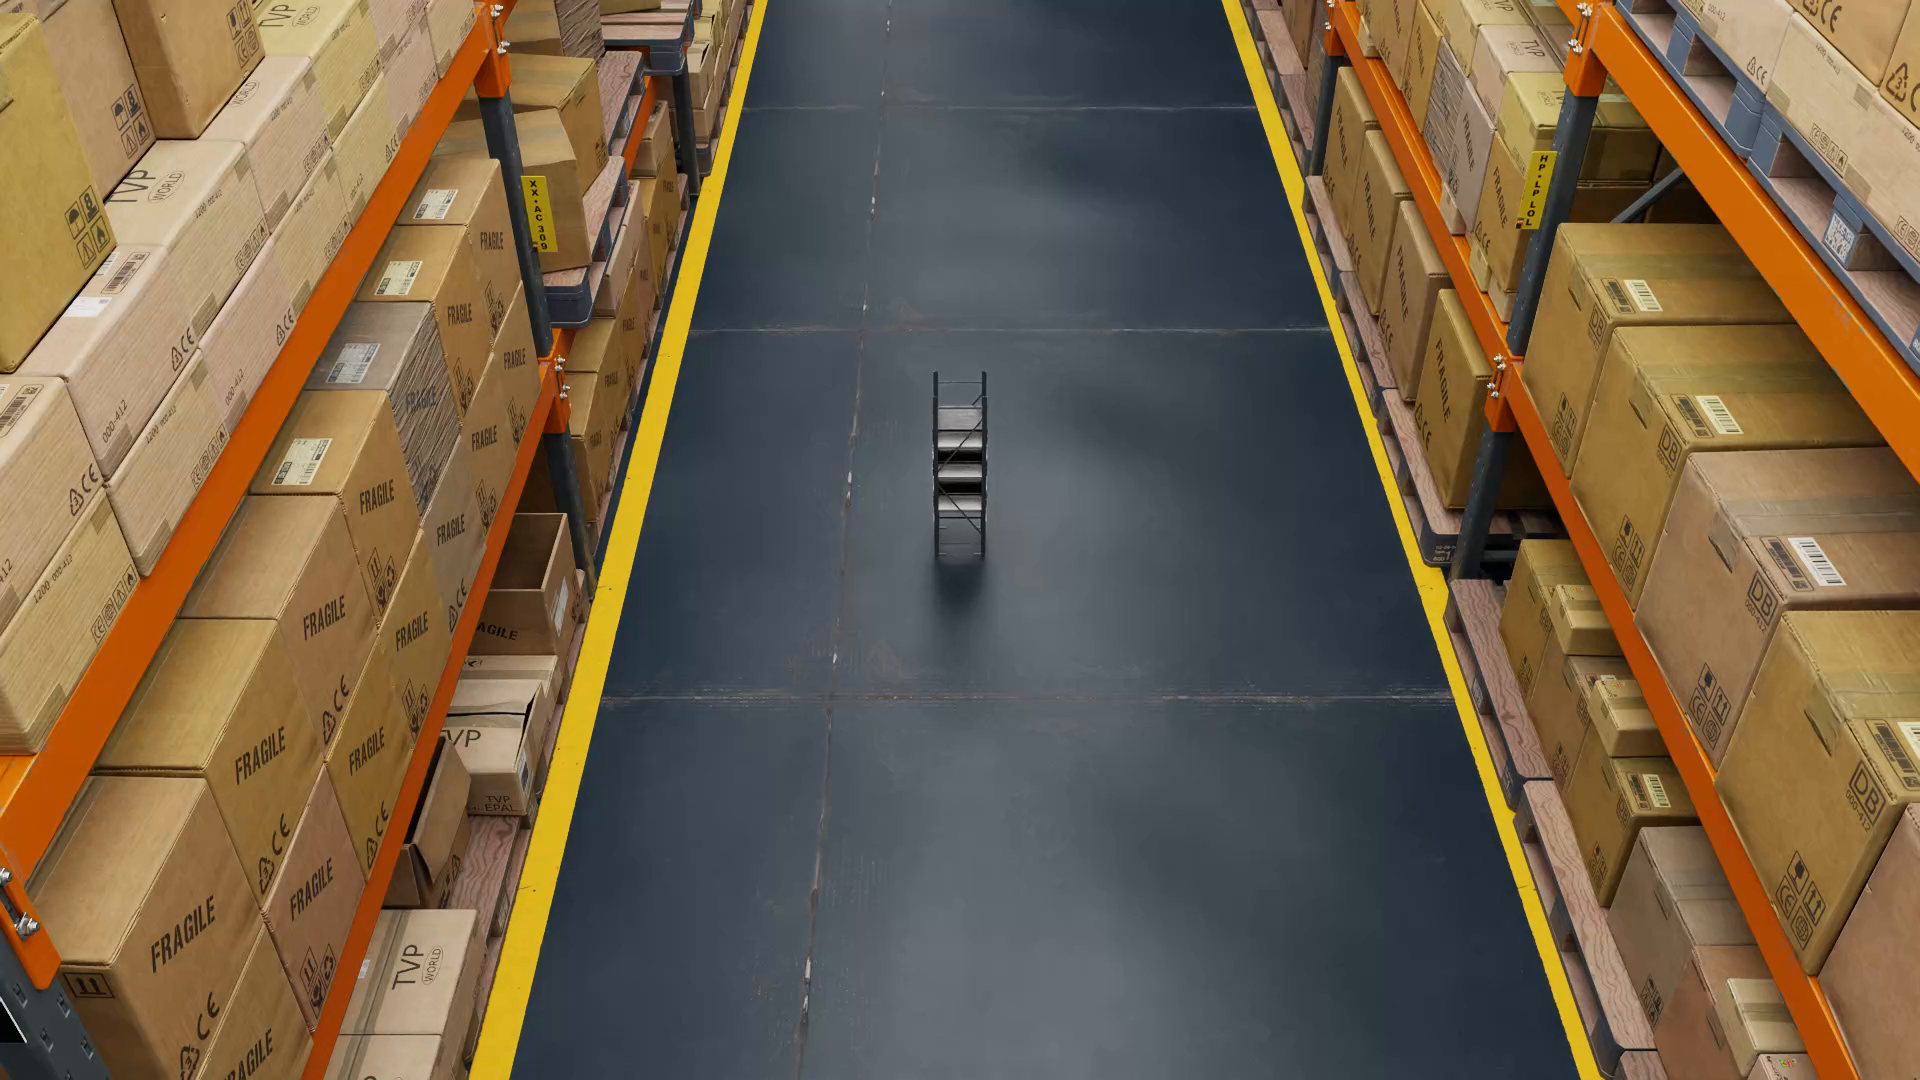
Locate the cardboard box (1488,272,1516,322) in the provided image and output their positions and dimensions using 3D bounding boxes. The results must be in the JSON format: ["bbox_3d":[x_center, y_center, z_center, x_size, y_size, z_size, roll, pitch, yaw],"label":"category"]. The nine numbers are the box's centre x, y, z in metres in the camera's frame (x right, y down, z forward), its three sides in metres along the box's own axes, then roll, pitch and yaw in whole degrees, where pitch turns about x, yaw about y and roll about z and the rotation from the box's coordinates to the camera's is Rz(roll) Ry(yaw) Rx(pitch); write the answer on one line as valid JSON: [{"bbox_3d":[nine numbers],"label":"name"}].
[{"bbox_3d":[2.484,-1.054,7.096,0.380,0.149,0.250,0,39,0],"label":"cardboard box"}]

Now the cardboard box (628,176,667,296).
[{"bbox_3d":[-1.955,-1.716,9.385,0.500,0.500,0.500,-1,39,-2],"label":"cardboard box"}]

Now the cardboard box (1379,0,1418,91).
[{"bbox_3d":[2.498,-2.655,8.576,0.500,0.500,0.500,0,39,0],"label":"cardboard box"}]

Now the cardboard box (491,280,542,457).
[{"bbox_3d":[-1.929,-0.653,6.332,0.500,0.500,0.500,1,39,1],"label":"cardboard box"}]

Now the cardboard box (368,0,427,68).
[{"bbox_3d":[-1.917,-1.617,4.936,0.500,0.250,0.500,0,39,0],"label":"cardboard box"}]

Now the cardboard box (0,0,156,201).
[{"bbox_3d":[-2.222,-0.972,3.531,0.700,0.500,0.500,0,39,0],"label":"cardboard box"}]

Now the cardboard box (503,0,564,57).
[{"bbox_3d":[-2.250,-2.234,7.969,0.700,0.500,0.500,-9,40,-11],"label":"cardboard box"}]

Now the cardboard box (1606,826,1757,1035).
[{"bbox_3d":[2.669,1.315,5.619,0.700,0.500,0.500,-1,39,-2],"label":"cardboard box"}]

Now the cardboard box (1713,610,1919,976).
[{"bbox_3d":[2.749,0.678,4.511,0.980,0.700,0.700,0,39,0],"label":"cardboard box"}]

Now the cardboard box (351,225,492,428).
[{"bbox_3d":[-1.924,-0.719,5.615,0.500,0.500,0.500,-1,39,-1],"label":"cardboard box"}]

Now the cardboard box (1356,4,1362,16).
[{"bbox_3d":[2.531,-3.138,9.697,0.380,0.149,0.250,-1,39,-1],"label":"cardboard box"}]

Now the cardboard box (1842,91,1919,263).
[{"bbox_3d":[2.498,-0.855,3.969,0.500,0.250,0.500,-1,39,-1],"label":"cardboard box"}]

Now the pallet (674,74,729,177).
[{"bbox_3d":[-2.153,-2.855,11.389,1.003,0.211,1.213,0,39,0],"label":"pallet"}]

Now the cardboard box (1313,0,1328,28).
[{"bbox_3d":[2.825,-3.403,11.490,0.700,0.500,0.500,0,39,0],"label":"cardboard box"}]

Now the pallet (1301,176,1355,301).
[{"bbox_3d":[2.688,-1.853,10.139,1.003,0.211,1.213,0,39,0],"label":"pallet"}]

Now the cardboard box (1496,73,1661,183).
[{"bbox_3d":[2.511,-1.680,6.760,0.500,0.250,0.500,1,39,1],"label":"cardboard box"}]

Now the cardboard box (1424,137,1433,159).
[{"bbox_3d":[2.537,-2.014,8.295,0.380,0.149,0.250,1,39,1],"label":"cardboard box"}]

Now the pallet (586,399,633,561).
[{"bbox_3d":[-2.225,-0.347,8.260,1.003,0.211,1.213,0,39,0],"label":"pallet"}]

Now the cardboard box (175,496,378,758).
[{"bbox_3d":[-1.922,0.228,4.433,0.500,0.500,0.500,0,39,1],"label":"cardboard box"}]

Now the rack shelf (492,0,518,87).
[{"bbox_3d":[-2.189,-3.067,7.601,1.077,0.370,4.000,0,39,0],"label":"rack shelf"}]

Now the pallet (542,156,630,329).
[{"bbox_3d":[-2.078,-1.352,7.437,1.003,0.211,1.213,0,39,0],"label":"pallet"}]

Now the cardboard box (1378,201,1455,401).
[{"bbox_3d":[2.633,-1.220,8.502,0.750,0.750,0.750,1,39,1],"label":"cardboard box"}]

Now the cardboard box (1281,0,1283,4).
[{"bbox_3d":[2.826,-4.348,12.670,0.700,0.500,0.500,-1,39,-1],"label":"cardboard box"}]

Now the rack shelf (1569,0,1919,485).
[{"bbox_3d":[2.770,-0.572,4.487,1.077,0.370,4.000,0,39,0],"label":"rack shelf"}]

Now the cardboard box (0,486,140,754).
[{"bbox_3d":[-1.928,0.141,3.142,0.500,0.250,0.500,0,39,0],"label":"cardboard box"}]

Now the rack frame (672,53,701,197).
[{"bbox_3d":[-2.191,-3.428,9.875,1.000,3.000,0.127,0,39,0],"label":"rack frame"}]

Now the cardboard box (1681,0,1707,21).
[{"bbox_3d":[2.505,-1.815,5.167,0.500,0.250,0.500,0,39,0],"label":"cardboard box"}]

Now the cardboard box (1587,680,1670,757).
[{"bbox_3d":[2.484,0.634,5.950,0.380,0.149,0.250,-1,39,-1],"label":"cardboard box"}]

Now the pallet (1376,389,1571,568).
[{"bbox_3d":[2.691,-0.327,8.235,1.003,0.211,1.213,0,39,0],"label":"pallet"}]

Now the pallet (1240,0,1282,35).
[{"bbox_3d":[2.760,-4.360,13.268,1.003,0.211,1.213,0,39,0],"label":"pallet"}]

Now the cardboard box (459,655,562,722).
[{"bbox_3d":[-1.842,0.605,6.770,0.380,0.149,0.250,0,39,0],"label":"cardboard box"}]

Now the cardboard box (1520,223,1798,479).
[{"bbox_3d":[2.752,-0.710,6.243,0.980,0.700,0.700,1,39,1],"label":"cardboard box"}]

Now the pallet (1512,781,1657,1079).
[{"bbox_3d":[2.694,1.396,6.085,1.003,0.211,1.213,0,39,0],"label":"pallet"}]

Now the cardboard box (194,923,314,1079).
[{"bbox_3d":[-1.919,1.258,3.947,0.500,0.500,0.500,1,39,1],"label":"cardboard box"}]

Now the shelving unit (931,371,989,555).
[{"bbox_3d":[0.000,-0.346,7.708,0.258,0.900,0.210,0,39,0],"label":"shelving unit"}]

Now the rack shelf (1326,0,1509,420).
[{"bbox_3d":[2.765,-1.903,8.546,1.077,0.370,4.000,0,39,0],"label":"rack shelf"}]

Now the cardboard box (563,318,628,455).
[{"bbox_3d":[-1.955,-0.759,8.191,0.500,0.500,0.500,0,39,1],"label":"cardboard box"}]

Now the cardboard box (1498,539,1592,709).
[{"bbox_3d":[2.666,0.347,6.827,0.700,0.500,0.500,0,39,1],"label":"cardboard box"}]

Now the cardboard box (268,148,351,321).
[{"bbox_3d":[-1.925,-0.797,4.312,0.500,0.250,0.500,0,39,0],"label":"cardboard box"}]

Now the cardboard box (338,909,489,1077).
[{"bbox_3d":[-1.900,1.510,5.559,0.500,0.250,0.500,0,39,0],"label":"cardboard box"}]

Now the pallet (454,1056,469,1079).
[{"bbox_3d":[-2.184,2.117,5.185,1.003,0.211,1.213,0,39,0],"label":"pallet"}]

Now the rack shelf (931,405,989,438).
[{"bbox_3d":[0.000,-0.531,7.560,0.258,0.077,0.200,0,39,0],"label":"rack shelf"}]

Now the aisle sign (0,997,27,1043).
[{"bbox_3d":[-1.888,0.603,2.766,0.394,0.787,0.004,0,39,0],"label":"aisle sign"}]

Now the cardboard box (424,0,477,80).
[{"bbox_3d":[-1.920,-1.735,5.483,0.500,0.250,0.500,0,39,0],"label":"cardboard box"}]

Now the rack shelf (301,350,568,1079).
[{"bbox_3d":[-2.184,0.605,5.417,1.077,0.370,4.000,0,39,0],"label":"rack shelf"}]

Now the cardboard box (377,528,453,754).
[{"bbox_3d":[-1.921,0.309,5.131,0.500,0.500,0.500,0,39,1],"label":"cardboard box"}]

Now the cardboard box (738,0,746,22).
[{"bbox_3d":[-1.905,-4.125,12.607,0.500,0.250,0.500,1,39,1],"label":"cardboard box"}]

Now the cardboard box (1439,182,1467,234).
[{"bbox_3d":[2.446,-1.539,7.702,0.380,0.149,0.250,0,39,0],"label":"cardboard box"}]

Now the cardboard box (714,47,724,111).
[{"bbox_3d":[-1.899,-3.161,11.404,0.500,0.250,0.500,-1,39,-1],"label":"cardboard box"}]

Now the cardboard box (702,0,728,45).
[{"bbox_3d":[-1.905,-3.713,11.645,0.500,0.311,0.500,-1,39,-1],"label":"cardboard box"}]

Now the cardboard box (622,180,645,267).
[{"bbox_3d":[-1.945,-1.657,8.712,0.500,0.250,0.500,-1,39,-1],"label":"cardboard box"}]

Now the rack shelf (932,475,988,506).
[{"bbox_3d":[0.000,-0.250,7.785,0.258,0.077,0.200,0,39,0],"label":"rack shelf"}]

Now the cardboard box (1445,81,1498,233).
[{"bbox_3d":[2.504,-1.703,7.388,0.500,0.500,0.500,0,39,0],"label":"cardboard box"}]

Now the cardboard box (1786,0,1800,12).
[{"bbox_3d":[2.495,-1.773,4.515,0.500,0.500,0.500,-1,39,-1],"label":"cardboard box"}]

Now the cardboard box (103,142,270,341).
[{"bbox_3d":[-1.923,-0.679,3.766,0.500,0.250,0.500,0,39,0],"label":"cardboard box"}]
